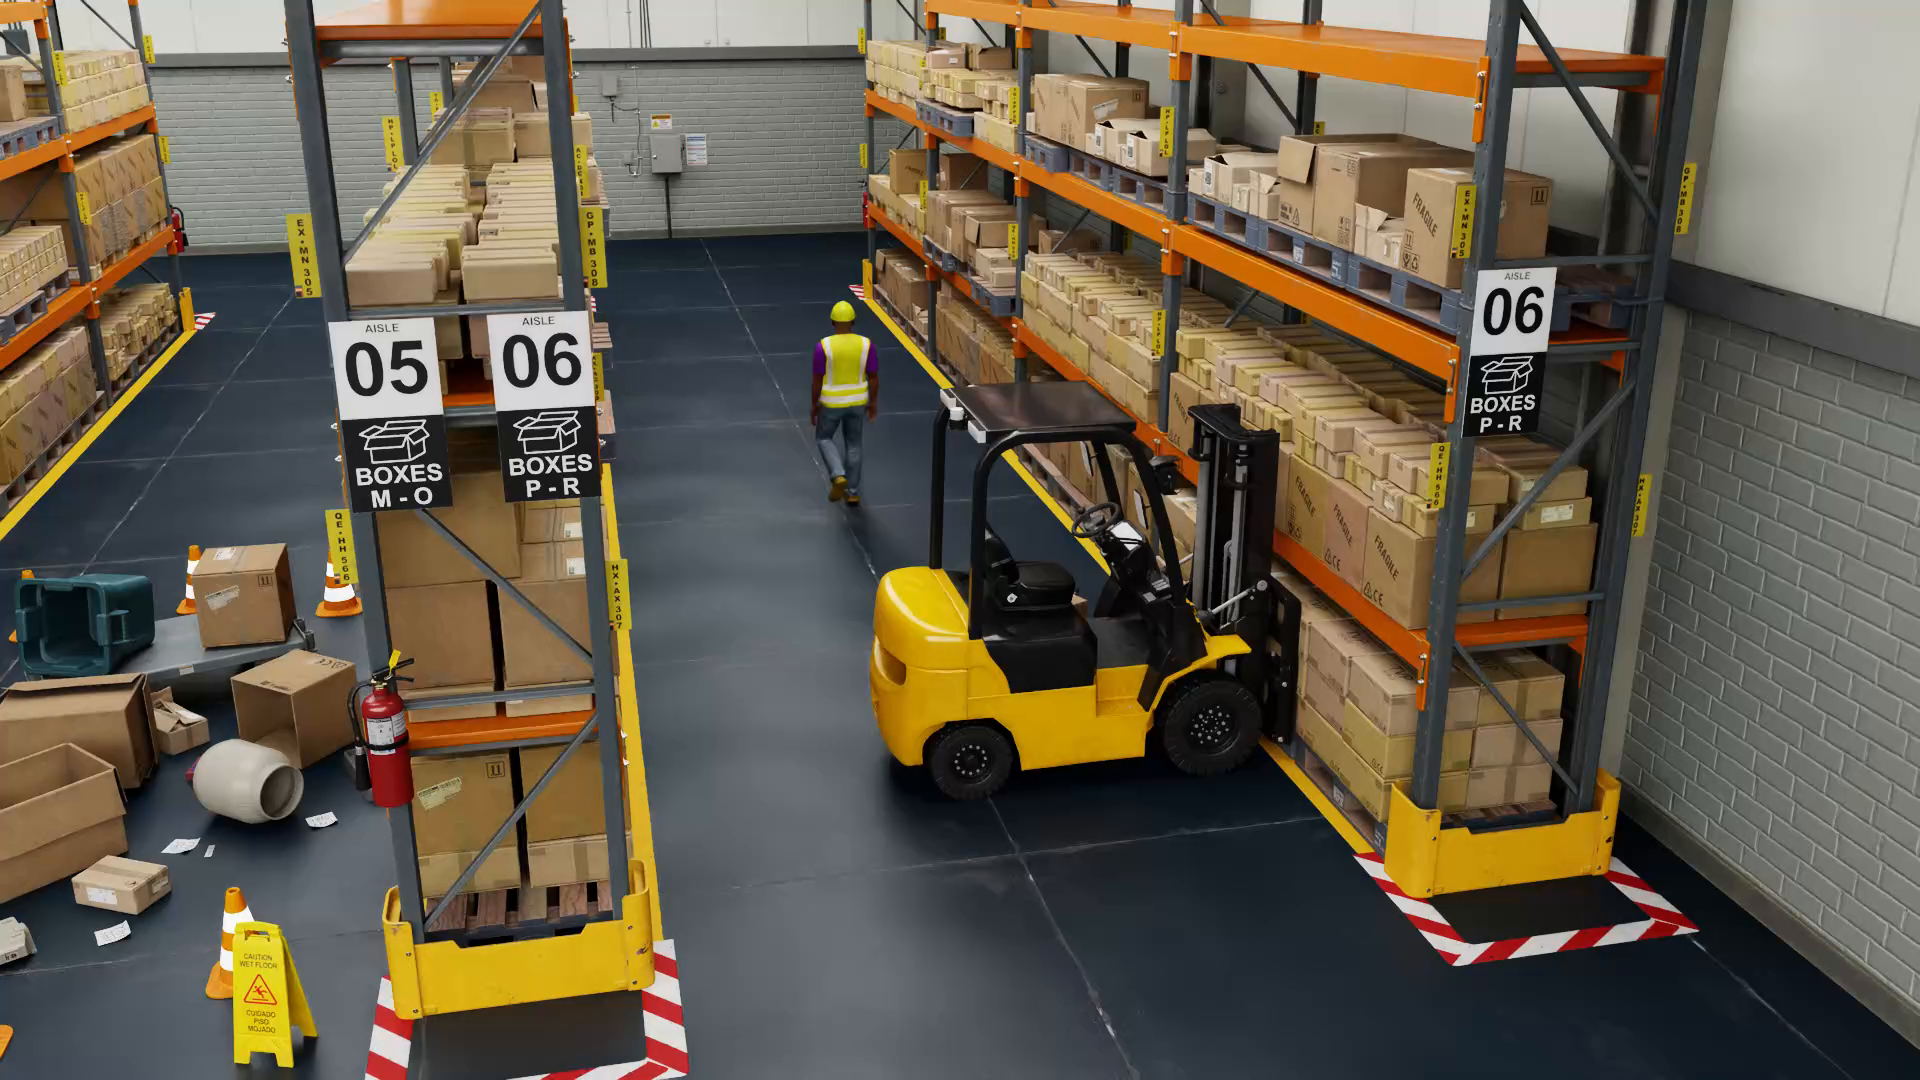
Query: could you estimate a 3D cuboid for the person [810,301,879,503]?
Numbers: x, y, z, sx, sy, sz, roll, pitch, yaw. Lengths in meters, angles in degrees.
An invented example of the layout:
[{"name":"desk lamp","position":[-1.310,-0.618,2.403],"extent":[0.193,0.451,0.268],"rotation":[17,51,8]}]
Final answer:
[{"name":"person","position":[-1.004,-1.182,14.282],"extent":[0.602,1.756,0.483],"rotation":[-5,20,-14]}]
